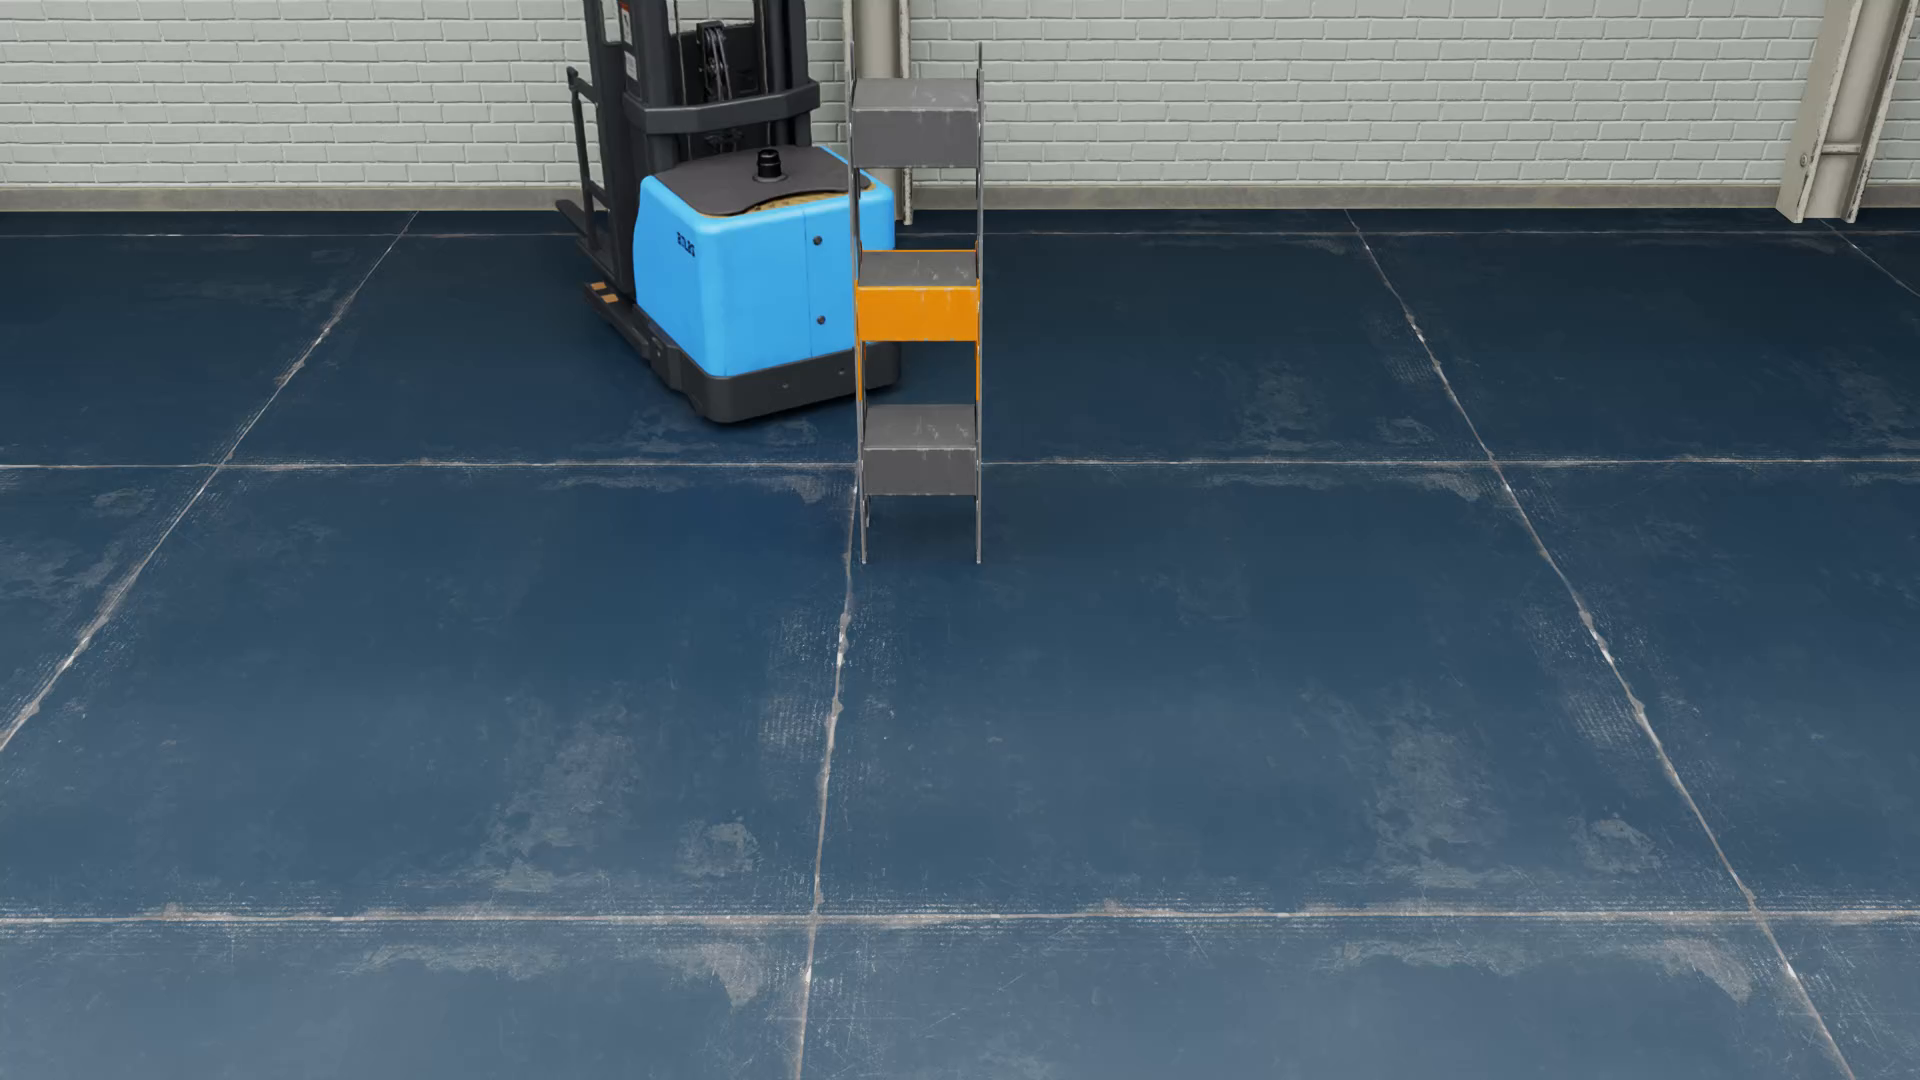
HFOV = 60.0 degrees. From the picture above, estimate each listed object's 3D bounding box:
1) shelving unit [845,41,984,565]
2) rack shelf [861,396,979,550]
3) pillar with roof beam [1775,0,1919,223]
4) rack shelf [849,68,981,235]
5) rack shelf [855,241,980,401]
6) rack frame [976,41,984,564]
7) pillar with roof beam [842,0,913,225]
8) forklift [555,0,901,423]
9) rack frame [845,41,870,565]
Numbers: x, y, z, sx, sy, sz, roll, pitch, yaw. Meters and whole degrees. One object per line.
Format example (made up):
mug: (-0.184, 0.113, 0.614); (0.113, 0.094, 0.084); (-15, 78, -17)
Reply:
shelving unit: (-0.166, -0.897, 6.705); (0.503, 2.100, 0.431); (0, 31, 0)
rack shelf: (-0.166, -0.287, 7.075); (0.480, 0.518, 0.431); (0, 31, 0)
pillar with roof beam: (5.525, -3.712, 4.693); (0.400, 9.000, 9.100); (0, 31, 0)
rack shelf: (-0.166, -1.484, 6.348); (0.480, 0.518, 0.431); (0, 31, 0)
rack shelf: (-0.166, -0.886, 6.712); (0.480, 0.518, 0.431); (0, 31, 0)
rack frame: (0.078, -0.898, 6.706); (0.015, 2.100, 0.400); (0, 31, 0)
pillar with roof beam: (-0.475, -3.694, 4.663); (0.400, 9.000, 9.100); (0, 31, 0)
forklift: (-1.463, -2.555, 8.636); (1.130, 2.935, 3.031); (-16, 35, -25)
rack frame: (-0.410, -0.896, 6.703); (0.015, 2.100, 0.400); (0, 31, 0)
